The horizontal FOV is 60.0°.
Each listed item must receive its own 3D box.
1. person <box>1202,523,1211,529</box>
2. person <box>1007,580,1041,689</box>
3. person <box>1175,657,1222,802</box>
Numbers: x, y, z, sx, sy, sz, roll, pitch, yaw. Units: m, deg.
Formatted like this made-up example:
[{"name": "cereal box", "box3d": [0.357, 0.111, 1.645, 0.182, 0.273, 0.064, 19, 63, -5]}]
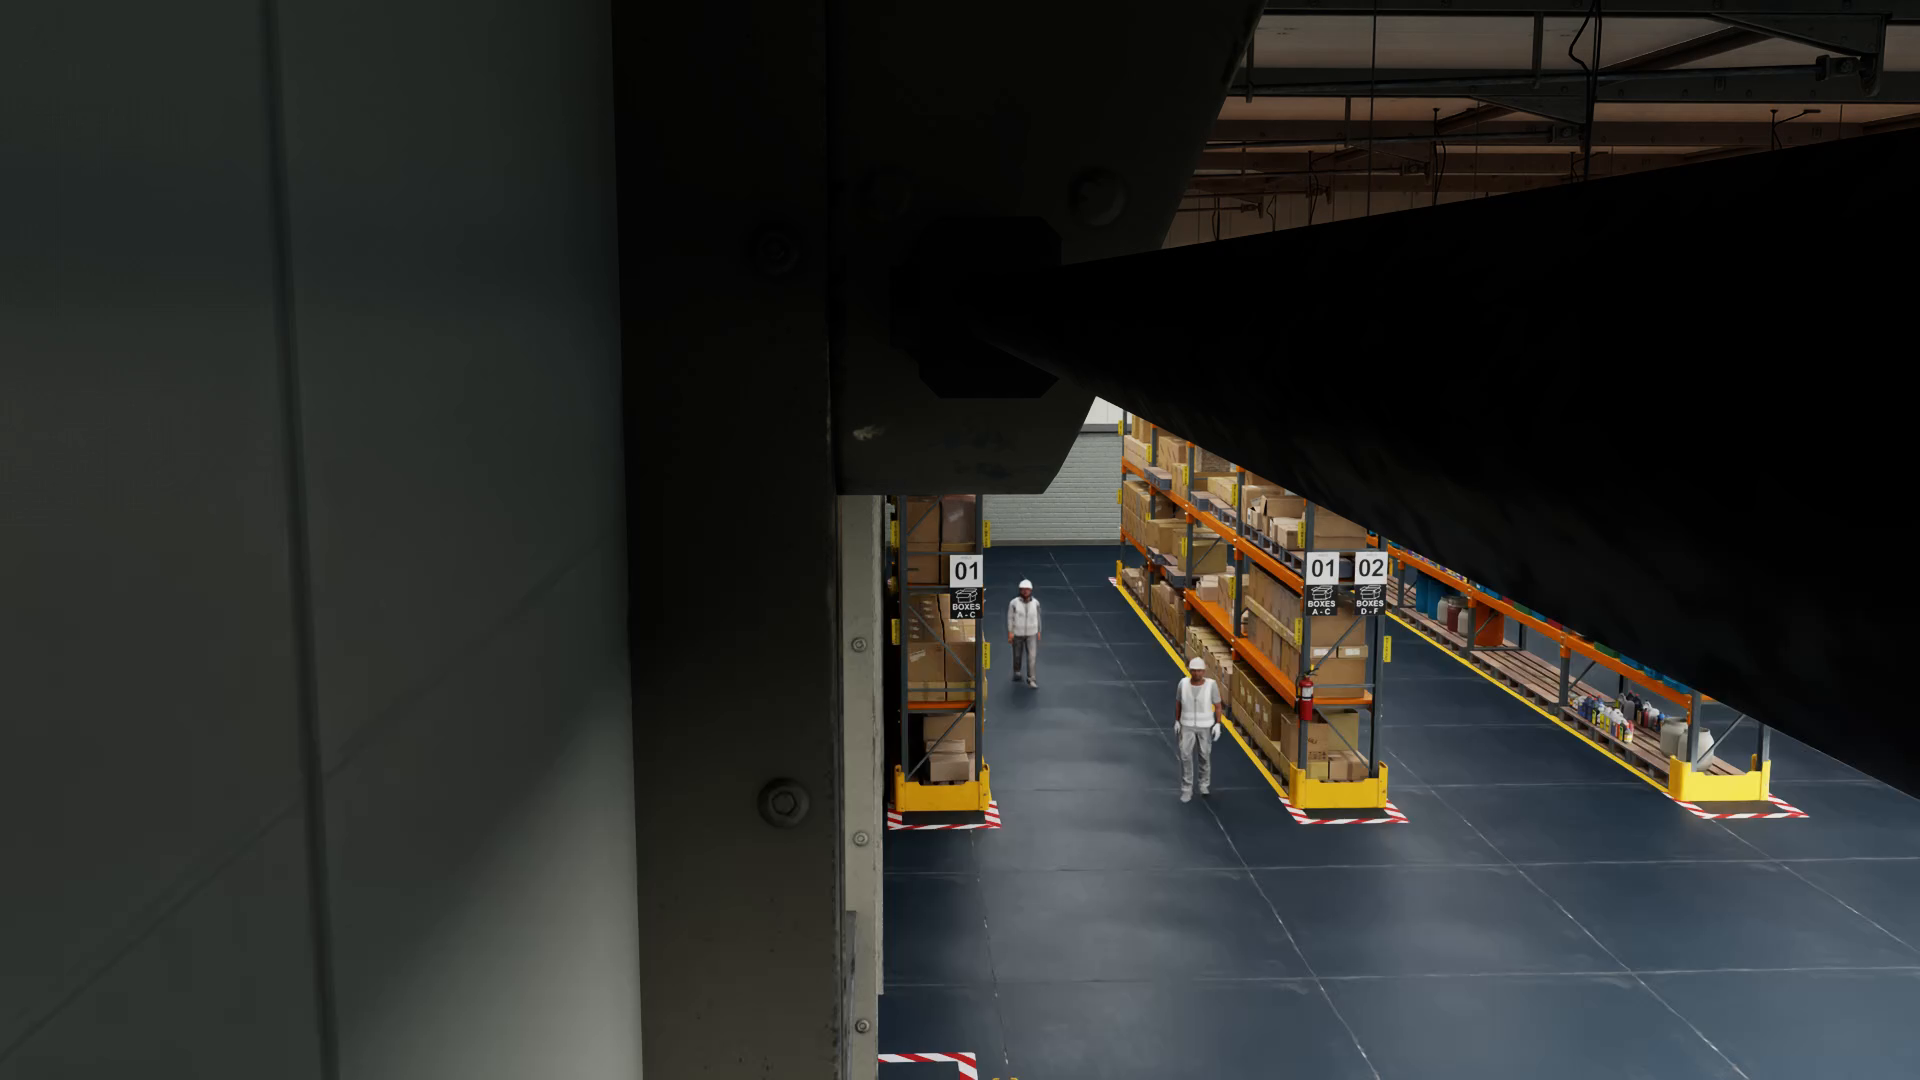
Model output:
[{"name": "person", "box3d": [5.611, 0.019, 37.574, 0.614, 1.578, 0.681, 1, 8, 7]}, {"name": "person", "box3d": [1.046, 1.505, 27.000, 0.584, 1.720, 1.084, -1, 8, -5]}, {"name": "person", "box3d": [2.994, 2.383, 20.986, 0.609, 1.826, 0.553, 2, 9, 16]}]
